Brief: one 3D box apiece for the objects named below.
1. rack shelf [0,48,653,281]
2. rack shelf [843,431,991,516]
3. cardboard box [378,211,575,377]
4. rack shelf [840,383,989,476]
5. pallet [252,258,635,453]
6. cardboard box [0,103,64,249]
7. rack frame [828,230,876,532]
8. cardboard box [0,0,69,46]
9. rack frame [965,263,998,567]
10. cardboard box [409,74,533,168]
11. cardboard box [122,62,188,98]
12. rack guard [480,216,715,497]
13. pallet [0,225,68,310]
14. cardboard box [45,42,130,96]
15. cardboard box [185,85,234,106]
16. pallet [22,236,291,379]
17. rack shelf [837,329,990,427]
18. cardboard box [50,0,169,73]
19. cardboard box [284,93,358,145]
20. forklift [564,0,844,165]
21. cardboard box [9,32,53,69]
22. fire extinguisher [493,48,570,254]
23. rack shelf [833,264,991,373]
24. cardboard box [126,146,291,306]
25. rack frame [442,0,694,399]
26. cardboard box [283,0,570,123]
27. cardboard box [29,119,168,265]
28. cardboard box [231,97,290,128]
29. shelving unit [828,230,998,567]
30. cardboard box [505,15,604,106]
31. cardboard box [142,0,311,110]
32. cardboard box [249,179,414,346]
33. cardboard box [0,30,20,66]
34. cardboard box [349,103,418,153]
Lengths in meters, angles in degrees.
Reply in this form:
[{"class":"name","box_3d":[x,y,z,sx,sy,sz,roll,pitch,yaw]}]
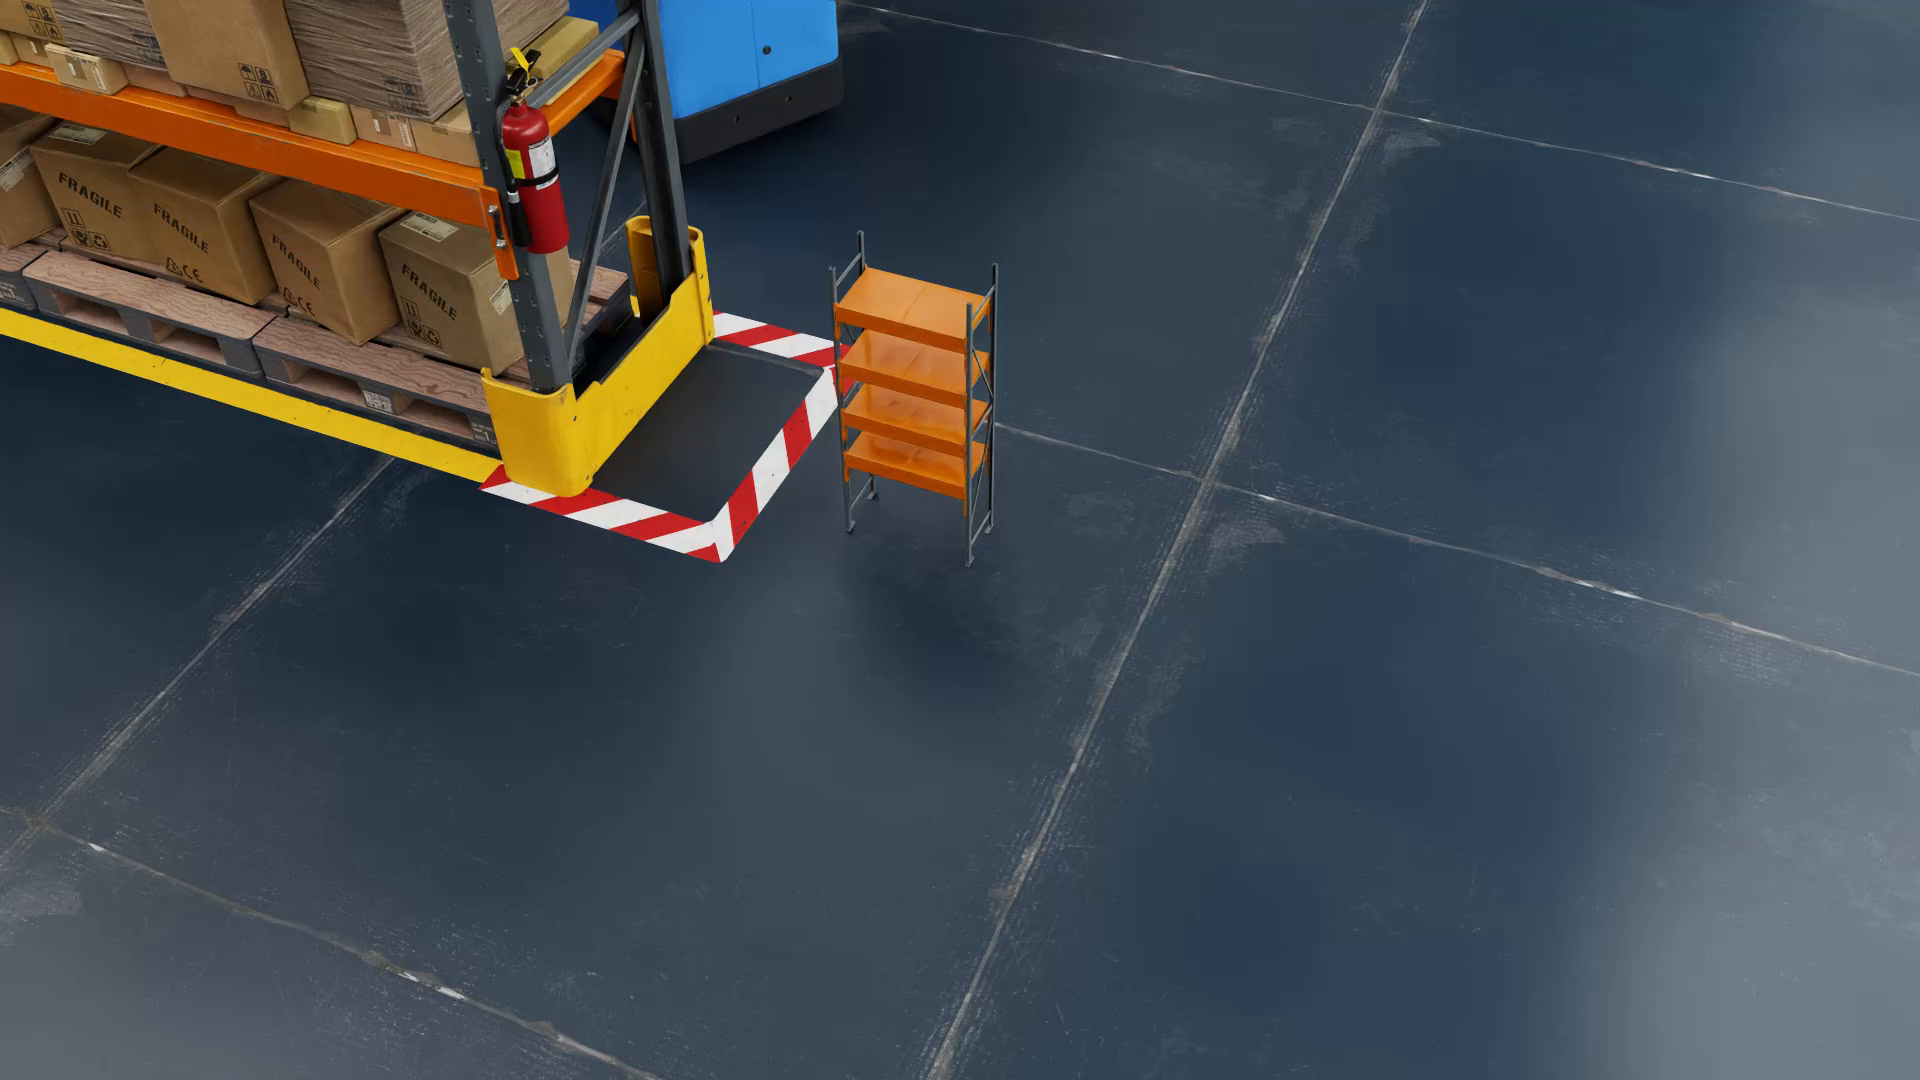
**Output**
[{"class":"rack shelf","box_3d":[-3.190,-1.908,6.551,4.000,0.370,1.077,16,47,16]},{"class":"rack shelf","box_3d":[-0.153,-0.282,6.059,0.480,0.148,0.258,16,47,16]},{"class":"cardboard box","box_3d":[-1.914,-1.063,6.666,0.500,0.500,0.500,25,50,23]},{"class":"rack shelf","box_3d":[-0.153,-0.423,5.919,0.480,0.148,0.258,16,47,16]},{"class":"pallet","box_3d":[-2.151,-0.896,7.000,1.213,0.211,1.003,16,47,16]},{"class":"cardboard box","box_3d":[-4.151,-1.684,7.290,0.500,0.500,0.500,32,53,28]},{"class":"rack frame","box_3d":[-0.378,-0.537,5.939,0.015,1.200,0.240,16,47,16]},{"class":"cardboard box","box_3d":[-3.251,-2.293,6.146,0.500,0.500,0.875,16,47,16]},{"class":"rack frame","box_3d":[0.072,-0.404,5.805,0.015,1.200,0.240,16,47,16]},{"class":"cardboard box","box_3d":[-1.687,-1.474,5.783,0.250,0.149,0.380,16,47,16]},{"class":"cardboard box","box_3d":[-2.847,-1.803,6.113,0.250,0.149,0.380,16,47,16]},{"class":"rack guard","box_3d":[-1.415,-0.754,6.654,0.348,0.500,1.175,16,47,16]},{"class":"pallet","box_3d":[-4.403,-1.558,7.666,1.213,0.211,1.003,16,47,16]},{"class":"cardboard box","box_3d":[-3.112,-1.813,6.123,0.250,0.149,0.380,16,47,16]},{"class":"cardboard box","box_3d":[-2.607,-1.749,6.059,0.250,0.149,0.380,16,47,16]},{"class":"pallet","box_3d":[-3.273,-1.228,7.334,1.213,0.211,1.003,16,47,16]},{"class":"rack shelf","box_3d":[-0.153,-0.581,5.762,0.480,0.148,0.258,16,47,16]},{"class":"cardboard box","box_3d":[-2.794,-2.149,6.002,0.500,0.500,0.875,16,47,16]},{"class":"cardboard box","box_3d":[-2.168,-1.576,5.886,0.250,0.149,0.380,16,47,16]},{"class":"forklift","box_3d":[-1.888,-3.817,8.008,1.130,2.935,3.031,-29,52,-26]},{"class":"cardboard box","box_3d":[-3.316,-1.926,6.237,0.250,0.149,0.380,16,47,16]},{"class":"fire extinguisher","box_3d":[-1.416,-1.261,5.446,0.183,0.674,0.296,16,47,16]},{"class":"rack shelf","box_3d":[-0.153,-0.749,5.595,0.480,0.148,0.258,16,47,16]},{"class":"cardboard box","box_3d":[-3.050,-1.385,6.990,0.500,0.500,0.500,21,48,19]},{"class":"rack frame","box_3d":[-1.344,-1.620,5.751,0.127,3.000,1.000,16,47,16]},{"class":"cardboard box","box_3d":[-1.841,-1.928,5.779,0.500,0.500,0.875,16,47,16]},{"class":"cardboard box","box_3d":[-3.548,-1.566,7.172,0.500,0.500,0.500,13,46,12]},{"class":"cardboard box","box_3d":[-2.393,-1.654,5.964,0.250,0.149,0.380,16,47,16]},{"class":"shelving unit","box_3d":[-0.153,-0.470,5.872,0.503,1.200,0.258,16,47,16]},{"class":"cardboard box","box_3d":[-1.516,-1.763,6.074,0.250,0.149,0.380,16,47,16]},{"class":"cardboard box","box_3d":[-2.349,-1.986,5.837,0.500,0.500,0.875,16,47,16]},{"class":"cardboard box","box_3d":[-2.479,-1.203,6.807,0.500,0.500,0.500,29,52,26]},{"class":"cardboard box","box_3d":[-3.564,-1.964,6.275,0.250,0.149,0.380,16,47,16]},{"class":"cardboard box","box_3d":[-1.917,-1.542,5.851,0.250,0.149,0.380,16,47,16]}]
